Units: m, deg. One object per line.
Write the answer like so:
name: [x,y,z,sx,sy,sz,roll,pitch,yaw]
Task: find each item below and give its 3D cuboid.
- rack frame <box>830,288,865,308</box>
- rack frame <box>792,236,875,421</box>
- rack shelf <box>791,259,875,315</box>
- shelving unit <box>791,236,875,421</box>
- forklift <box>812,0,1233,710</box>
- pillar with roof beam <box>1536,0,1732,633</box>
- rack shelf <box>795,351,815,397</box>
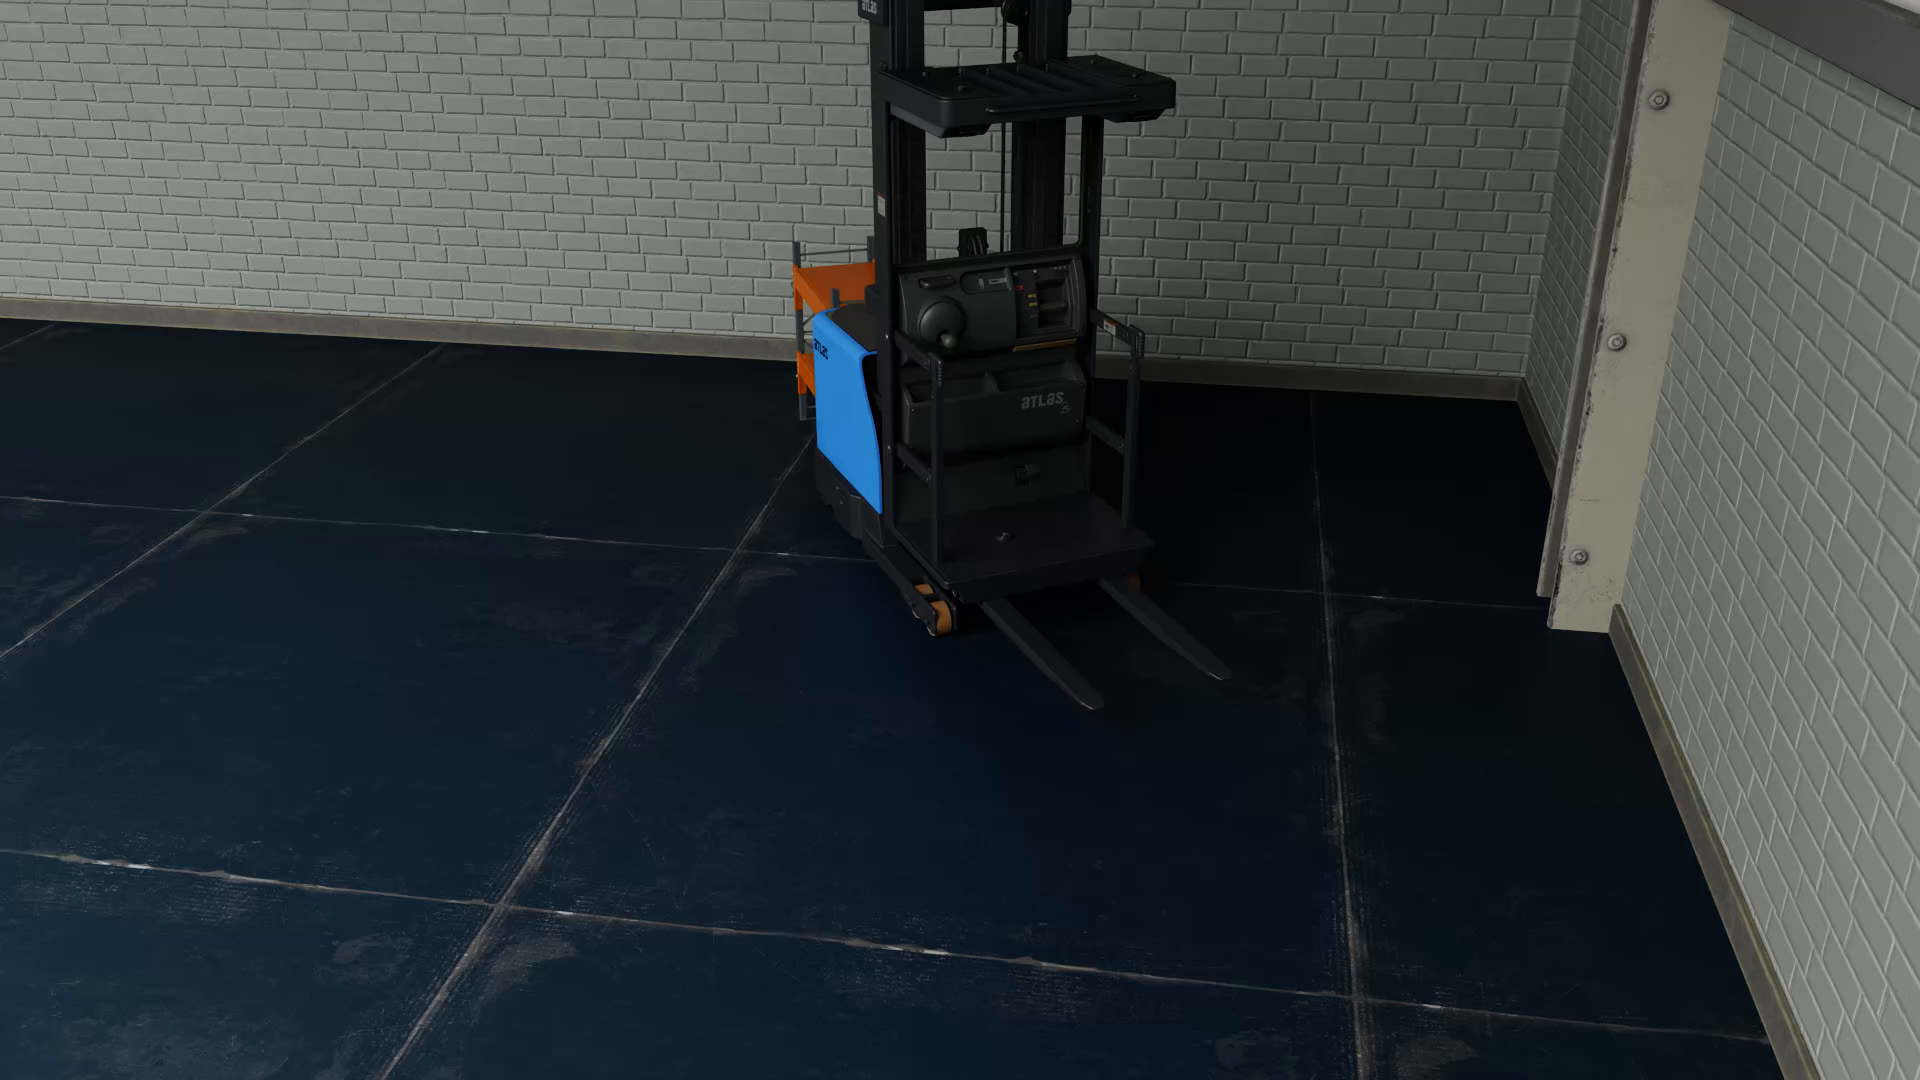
rack frame: [-0.458,-0.875,9.292,0.500,1.125,0.032,-7,26,-15]
rack frame: [-0.755,-1.287,10.173,0.500,1.125,0.032,-7,26,-15]
rack shelf: [-0.607,-1.346,9.608,0.538,0.278,1.000,-7,26,-15]
shelving unit: [-0.607,-1.081,9.732,0.538,1.125,1.048,-7,26,-15]
forklift: [0.247,-1.083,7.606,1.130,2.935,3.031,-10,27,-21]
pillar with roof beam: [-1.281,-4.029,6.742,9.100,9.000,0.400,4,25,9]
rack shelf: [-0.607,-0.859,9.836,0.538,0.278,1.000,-7,26,-15]
